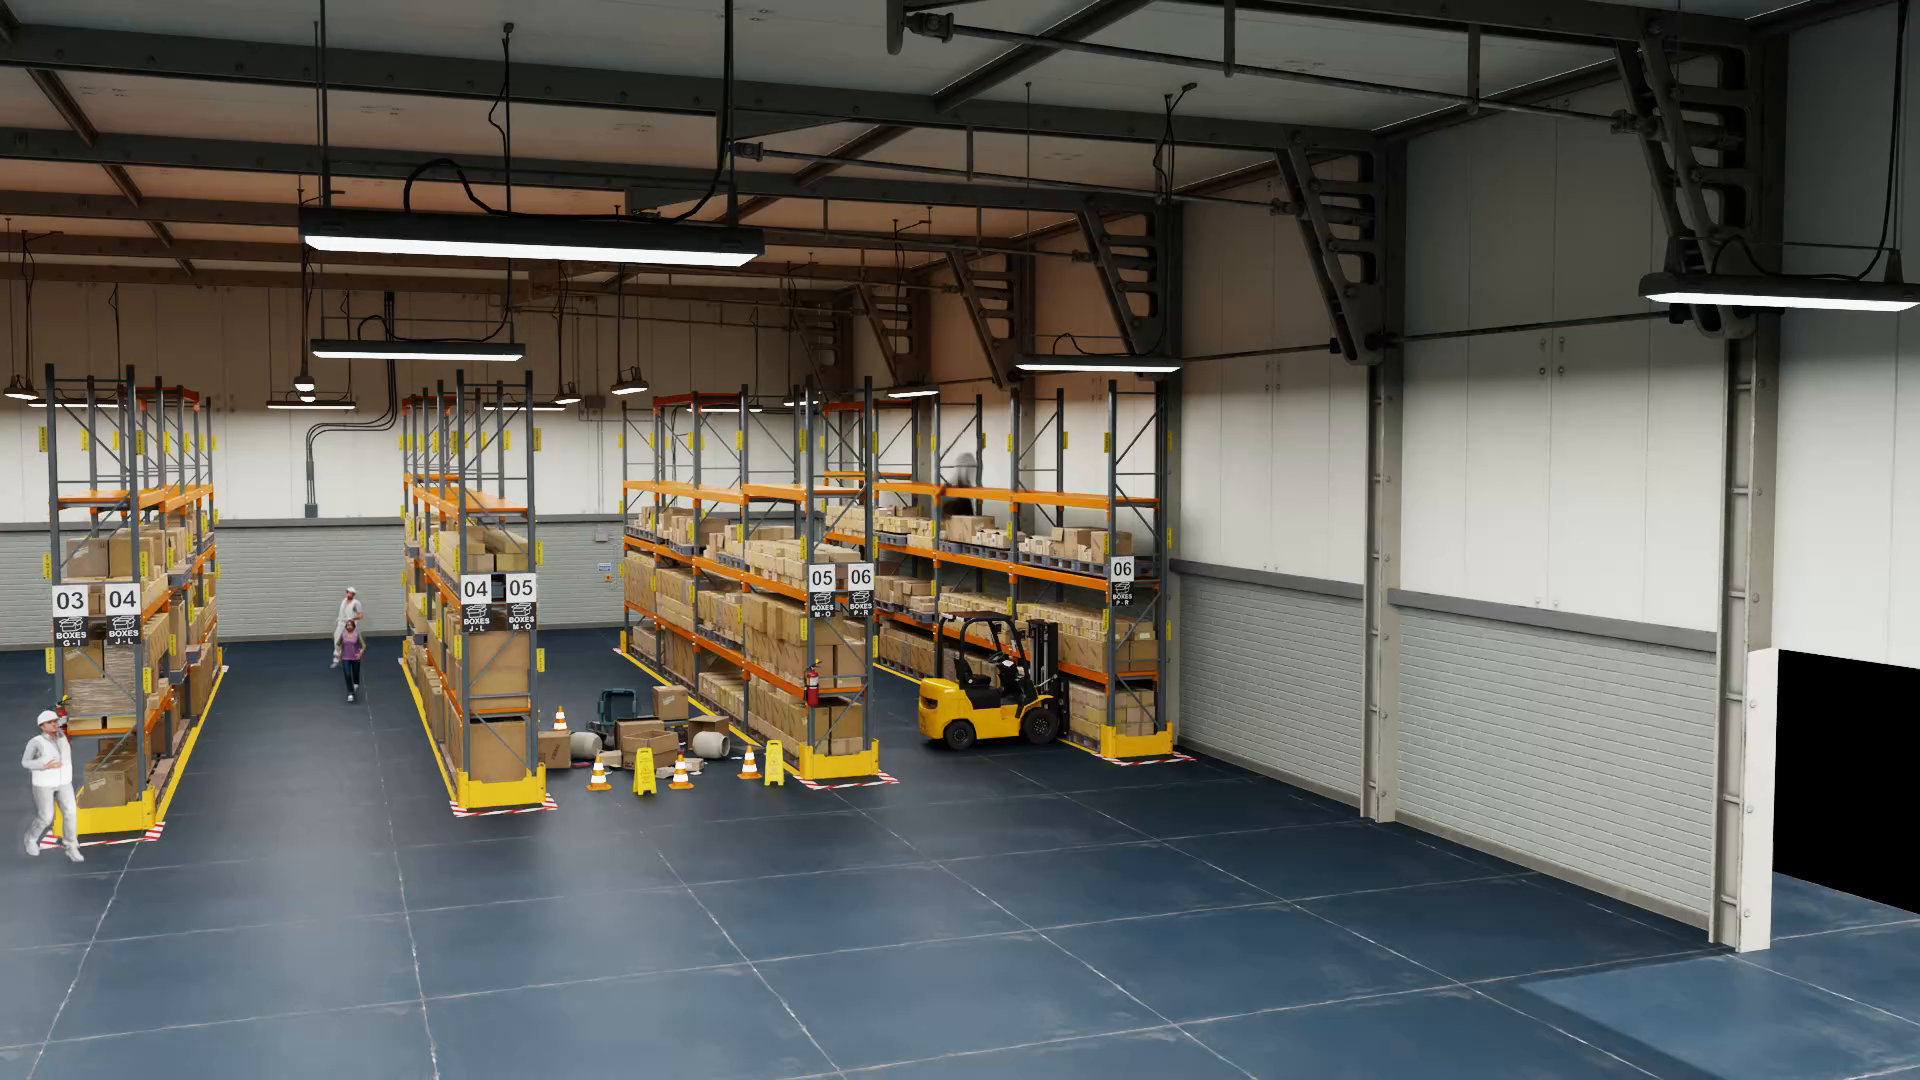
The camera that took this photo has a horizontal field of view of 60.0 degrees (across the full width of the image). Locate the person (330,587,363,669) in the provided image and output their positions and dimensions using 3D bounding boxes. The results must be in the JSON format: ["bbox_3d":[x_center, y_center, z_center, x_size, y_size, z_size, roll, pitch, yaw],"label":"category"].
[{"bbox_3d":[-13.676,1.940,37.102,0.709,1.769,0.912,1,3,11],"label":"person"}]

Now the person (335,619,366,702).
[{"bbox_3d":[-11.864,2.325,32.384,0.569,1.570,0.738,-1,3,-16],"label":"person"}]

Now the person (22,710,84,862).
[{"bbox_3d":[-10.905,2.948,19.938,0.819,1.814,0.664,2,4,29],"label":"person"}]
